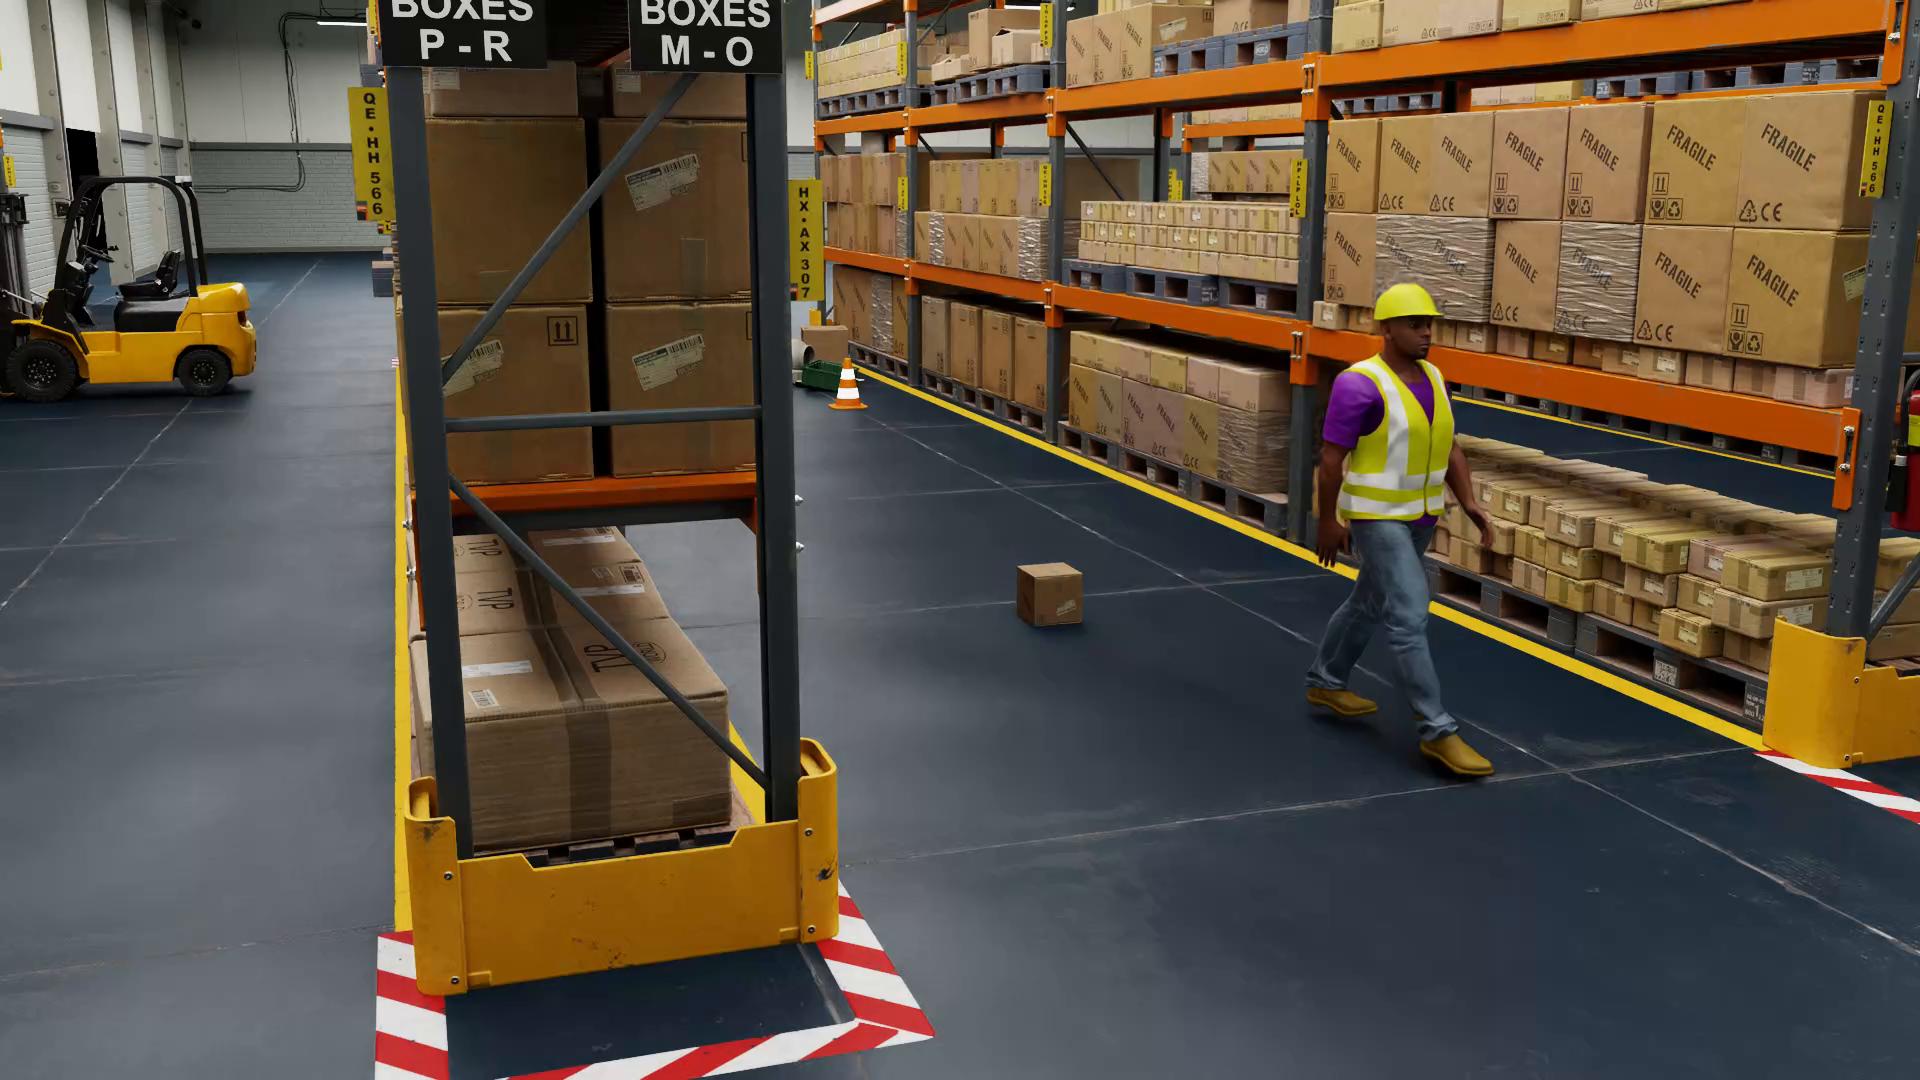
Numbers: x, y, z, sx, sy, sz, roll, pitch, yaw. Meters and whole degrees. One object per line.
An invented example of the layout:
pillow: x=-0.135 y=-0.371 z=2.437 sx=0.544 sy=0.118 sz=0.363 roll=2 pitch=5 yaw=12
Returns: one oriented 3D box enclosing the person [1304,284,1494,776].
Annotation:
person: x=1.704 y=-0.087 z=6.231 sx=0.583 sy=1.722 sz=0.980 roll=-10 pitch=16 yaw=-37
